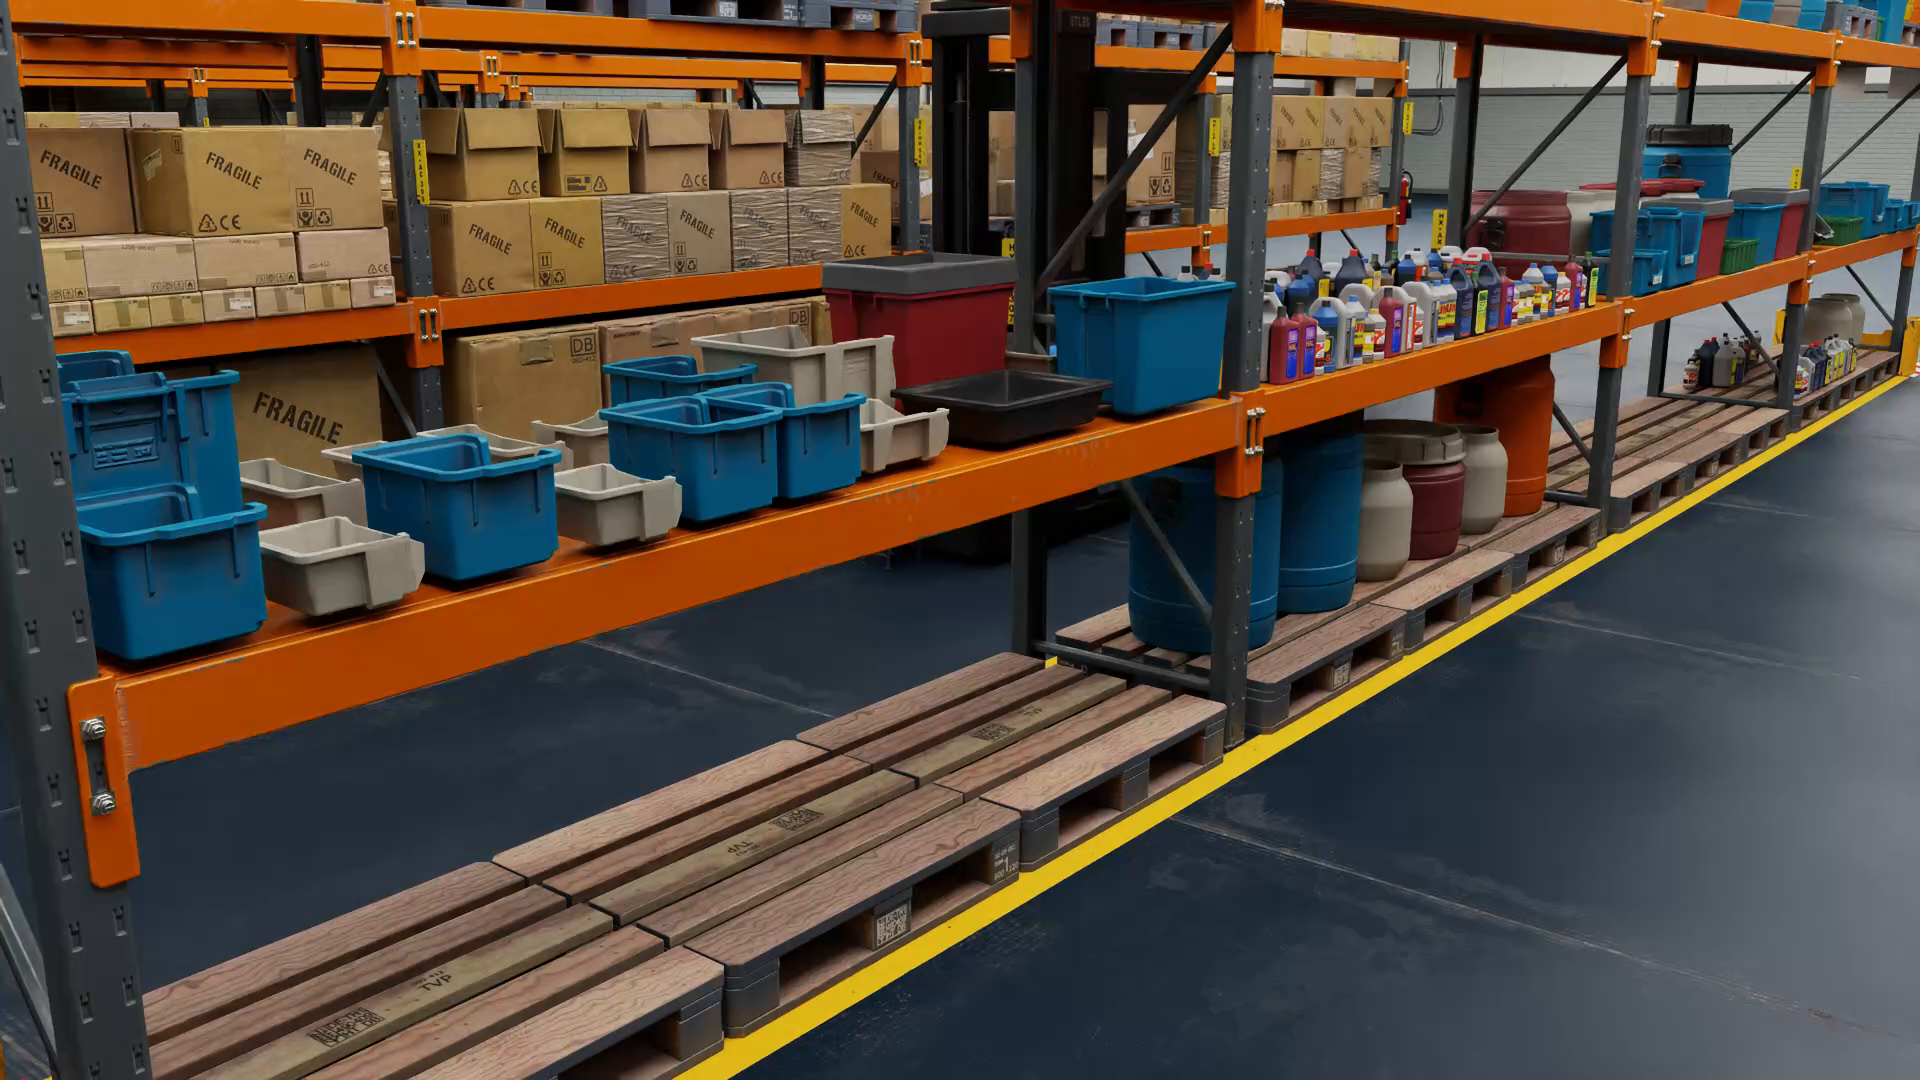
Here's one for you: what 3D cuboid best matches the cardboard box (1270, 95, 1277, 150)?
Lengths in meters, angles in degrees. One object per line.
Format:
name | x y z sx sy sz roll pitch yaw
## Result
cardboard box | 2.597 -3.887 15.493 0.500 0.500 0.500 11 18 38

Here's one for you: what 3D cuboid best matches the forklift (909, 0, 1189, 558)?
forklift | 0.600 -1.634 9.601 1.130 2.935 3.031 11 18 36

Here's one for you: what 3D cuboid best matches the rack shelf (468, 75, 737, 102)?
rack shelf | -4.648 -6.089 22.367 1.077 0.370 4.000 11 18 38

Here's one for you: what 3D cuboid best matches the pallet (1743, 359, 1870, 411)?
pallet | 6.877 -1.306 13.834 1.003 0.211 1.213 11 18 38

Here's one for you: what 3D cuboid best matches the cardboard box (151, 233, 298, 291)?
cardboard box | -3.622 -1.382 8.170 0.500 0.250 0.500 12 19 39

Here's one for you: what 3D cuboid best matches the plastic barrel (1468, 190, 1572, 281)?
plastic barrel | 3.198 -1.736 9.588 0.600 0.536 0.708 11 18 38

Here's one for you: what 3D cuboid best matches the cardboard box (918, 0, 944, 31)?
cardboard box | -0.217 -3.733 11.936 0.500 0.250 0.500 12 18 39

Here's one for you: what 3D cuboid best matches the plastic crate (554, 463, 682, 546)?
plastic crate | -0.783 -0.078 3.753 0.250 0.136 0.298 11 18 38

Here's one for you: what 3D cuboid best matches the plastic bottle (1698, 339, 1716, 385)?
plastic bottle | 5.836 -1.398 13.019 0.144 0.351 0.185 11 18 36

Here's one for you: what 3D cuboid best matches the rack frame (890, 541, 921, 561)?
rack frame | -0.288 -0.417 8.633 0.200 1.050 0.008 11 18 36

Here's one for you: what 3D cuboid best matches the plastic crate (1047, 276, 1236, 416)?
plastic crate | 0.599 -0.647 5.490 0.392 0.384 0.575 11 18 38

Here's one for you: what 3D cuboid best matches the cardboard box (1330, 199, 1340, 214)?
cardboard box | 3.665 -3.434 17.059 0.380 0.149 0.250 11 18 38

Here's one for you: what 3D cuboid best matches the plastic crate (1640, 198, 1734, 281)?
plastic crate | 4.395 -1.827 10.095 0.402 0.464 0.583 11 18 38

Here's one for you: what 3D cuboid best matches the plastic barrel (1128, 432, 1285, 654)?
plastic barrel | 0.983 -0.056 6.662 0.600 0.901 0.708 11 18 38

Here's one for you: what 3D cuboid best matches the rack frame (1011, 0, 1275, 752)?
rack frame | 0.628 -0.768 6.055 1.000 3.000 0.127 11 18 38

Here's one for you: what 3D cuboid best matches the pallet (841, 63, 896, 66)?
pallet | -0.702 -5.652 19.368 1.003 0.211 1.213 11 18 38

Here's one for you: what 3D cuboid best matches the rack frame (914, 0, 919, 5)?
rack frame | -0.711 -5.208 11.349 1.000 3.000 0.127 11 18 38

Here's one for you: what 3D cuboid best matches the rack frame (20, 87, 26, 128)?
rack frame | -7.019 -2.322 12.170 1.000 3.000 0.127 11 18 38

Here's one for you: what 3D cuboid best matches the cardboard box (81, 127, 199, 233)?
cardboard box | -4.040 -1.824 8.390 0.500 0.500 0.500 11 18 38

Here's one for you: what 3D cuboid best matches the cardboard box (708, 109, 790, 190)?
cardboard box | -1.595 -2.574 10.921 0.797 0.503 0.637 12 18 39

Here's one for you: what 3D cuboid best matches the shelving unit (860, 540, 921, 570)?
shelving unit | -0.362 -0.393 8.539 0.215 1.050 0.252 11 18 36

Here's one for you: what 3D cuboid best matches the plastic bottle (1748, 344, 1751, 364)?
plastic bottle | 6.631 -1.624 14.045 0.061 0.283 0.133 12 18 38

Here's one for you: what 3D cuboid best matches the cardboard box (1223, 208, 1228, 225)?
cardboard box | 2.340 -2.986 15.294 0.380 0.149 0.250 11 18 38

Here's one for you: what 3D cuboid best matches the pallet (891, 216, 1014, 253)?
pallet | -0.346 -2.361 12.714 1.213 0.211 1.003 11 18 38

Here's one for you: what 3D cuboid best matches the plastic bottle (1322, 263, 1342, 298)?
plastic bottle | 1.747 -1.176 7.911 0.152 0.276 0.135 11 18 38

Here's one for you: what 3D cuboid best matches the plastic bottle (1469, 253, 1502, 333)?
plastic bottle | 2.368 -1.124 7.556 0.144 0.351 0.185 11 18 38

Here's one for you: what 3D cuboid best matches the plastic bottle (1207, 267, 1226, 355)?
plastic bottle | 1.063 -0.949 6.866 0.144 0.351 0.185 11 18 38

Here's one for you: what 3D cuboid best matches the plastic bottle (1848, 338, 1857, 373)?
plastic bottle | 7.297 -1.518 13.631 0.061 0.283 0.133 12 18 39

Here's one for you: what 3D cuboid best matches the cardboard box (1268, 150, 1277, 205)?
cardboard box | 2.476 -3.426 15.711 0.875 0.500 0.500 11 18 38

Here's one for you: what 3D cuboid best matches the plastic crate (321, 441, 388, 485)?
plastic crate | -1.321 -0.141 4.000 0.396 0.136 0.243 11 18 38

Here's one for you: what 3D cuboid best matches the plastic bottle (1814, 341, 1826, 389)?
plastic bottle | 6.604 -1.356 12.856 0.144 0.351 0.185 10 18 35

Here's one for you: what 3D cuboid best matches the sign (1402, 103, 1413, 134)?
sign | 4.736 -4.458 17.584 0.100 0.325 0.005 11 18 38

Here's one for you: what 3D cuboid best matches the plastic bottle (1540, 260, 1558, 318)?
plastic bottle | 2.865 -1.228 8.125 0.097 0.271 0.097 0 14 0

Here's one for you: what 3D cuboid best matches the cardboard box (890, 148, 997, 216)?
cardboard box | -0.129 -2.785 12.937 0.500 0.500 0.700 -13 19 -41

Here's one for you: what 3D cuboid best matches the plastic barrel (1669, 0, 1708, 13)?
plastic barrel | 3.827 -3.355 9.127 0.600 0.901 0.600 0 14 0

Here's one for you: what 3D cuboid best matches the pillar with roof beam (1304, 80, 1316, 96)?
pillar with roof beam | 13.811 -14.127 46.455 9.100 9.000 0.400 11 18 38

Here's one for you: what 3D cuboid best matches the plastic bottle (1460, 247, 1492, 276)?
plastic bottle | 2.737 -1.418 8.864 0.152 0.276 0.135 11 18 38

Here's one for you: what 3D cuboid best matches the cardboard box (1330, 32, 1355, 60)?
cardboard box | 3.572 -4.889 16.490 0.500 0.250 0.500 12 18 39

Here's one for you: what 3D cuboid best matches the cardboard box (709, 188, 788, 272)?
cardboard box | -1.470 -2.022 10.787 0.500 0.500 0.500 11 18 36

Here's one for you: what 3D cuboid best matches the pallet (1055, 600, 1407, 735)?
pallet | 1.145 0.442 6.955 1.003 0.211 1.213 11 18 38

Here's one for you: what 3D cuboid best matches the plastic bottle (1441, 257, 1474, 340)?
plastic bottle | 2.168 -1.063 7.316 0.144 0.351 0.185 11 18 38

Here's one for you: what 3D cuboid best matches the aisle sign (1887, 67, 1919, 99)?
aisle sign | 8.446 -4.294 14.655 0.394 0.787 0.004 11 18 38

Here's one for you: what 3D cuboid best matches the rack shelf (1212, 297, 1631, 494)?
rack shelf | 1.885 -0.803 7.652 1.077 0.370 4.000 11 18 38

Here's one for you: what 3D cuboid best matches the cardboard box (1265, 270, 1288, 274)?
cardboard box | 3.154 -2.471 16.982 0.500 0.500 0.500 14 20 43

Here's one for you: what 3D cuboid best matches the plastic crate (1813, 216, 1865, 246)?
plastic crate | 6.728 -2.414 12.964 0.450 0.188 0.662 11 18 38

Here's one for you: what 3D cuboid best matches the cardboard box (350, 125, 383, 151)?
cardboard box | -6.985 -4.579 19.396 0.500 0.500 0.500 10 18 35

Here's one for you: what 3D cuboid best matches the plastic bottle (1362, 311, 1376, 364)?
plastic bottle | 1.600 -0.808 6.617 0.097 0.201 0.097 0 14 0

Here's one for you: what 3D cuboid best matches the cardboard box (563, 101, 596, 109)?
cardboard box | -5.122 -5.423 21.539 0.700 0.500 0.500 11 18 38

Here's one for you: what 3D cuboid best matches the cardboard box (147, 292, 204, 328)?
cardboard box | -3.808 -1.107 7.898 0.380 0.149 0.250 12 18 39

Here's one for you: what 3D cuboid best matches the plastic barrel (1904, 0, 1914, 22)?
plastic barrel | 7.552 -4.577 13.721 0.600 0.588 0.600 0 14 0

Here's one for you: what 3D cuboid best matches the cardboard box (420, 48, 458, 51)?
cardboard box | -4.666 -4.441 14.218 0.500 0.500 0.500 11 18 38

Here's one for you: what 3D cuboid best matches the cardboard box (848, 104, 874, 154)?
cardboard box | -1.477 -4.638 18.792 0.875 0.550 0.550 11 18 38

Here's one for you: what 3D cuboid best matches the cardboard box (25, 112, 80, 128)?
cardboard box | -9.174 -4.034 16.678 0.500 0.500 0.500 11 18 38

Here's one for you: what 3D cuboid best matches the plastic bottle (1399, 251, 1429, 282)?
plastic bottle | 2.327 -1.353 8.608 0.152 0.276 0.135 11 18 38

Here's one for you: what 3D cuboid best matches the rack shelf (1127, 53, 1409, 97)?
rack shelf | 3.060 -4.555 16.330 1.077 0.370 4.000 11 18 38
